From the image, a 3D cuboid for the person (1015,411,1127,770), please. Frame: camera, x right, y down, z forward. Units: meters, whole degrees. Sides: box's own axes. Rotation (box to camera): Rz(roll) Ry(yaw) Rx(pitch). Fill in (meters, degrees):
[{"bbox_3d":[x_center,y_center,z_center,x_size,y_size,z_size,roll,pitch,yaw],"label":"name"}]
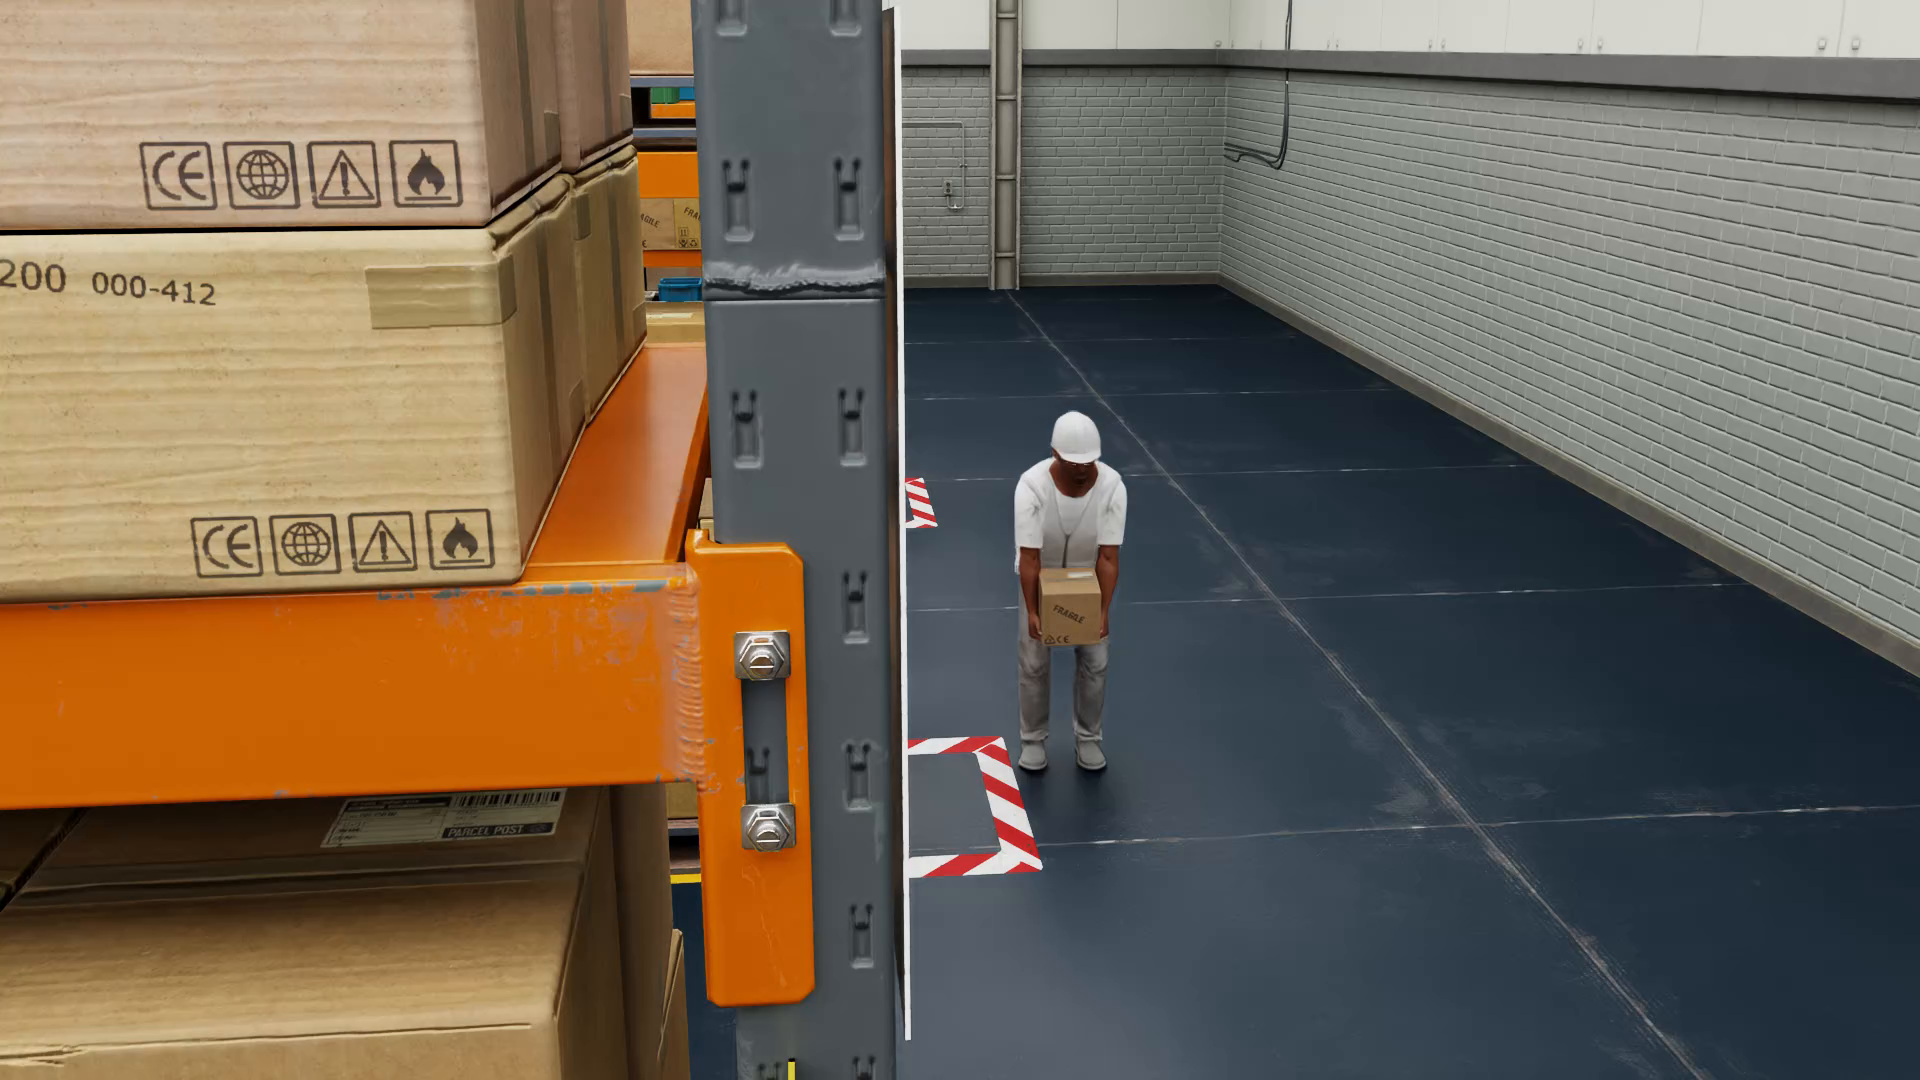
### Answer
[{"bbox_3d":[0.481,0.231,7.350,0.488,1.693,0.638,0,17,-1],"label":"person"}]
